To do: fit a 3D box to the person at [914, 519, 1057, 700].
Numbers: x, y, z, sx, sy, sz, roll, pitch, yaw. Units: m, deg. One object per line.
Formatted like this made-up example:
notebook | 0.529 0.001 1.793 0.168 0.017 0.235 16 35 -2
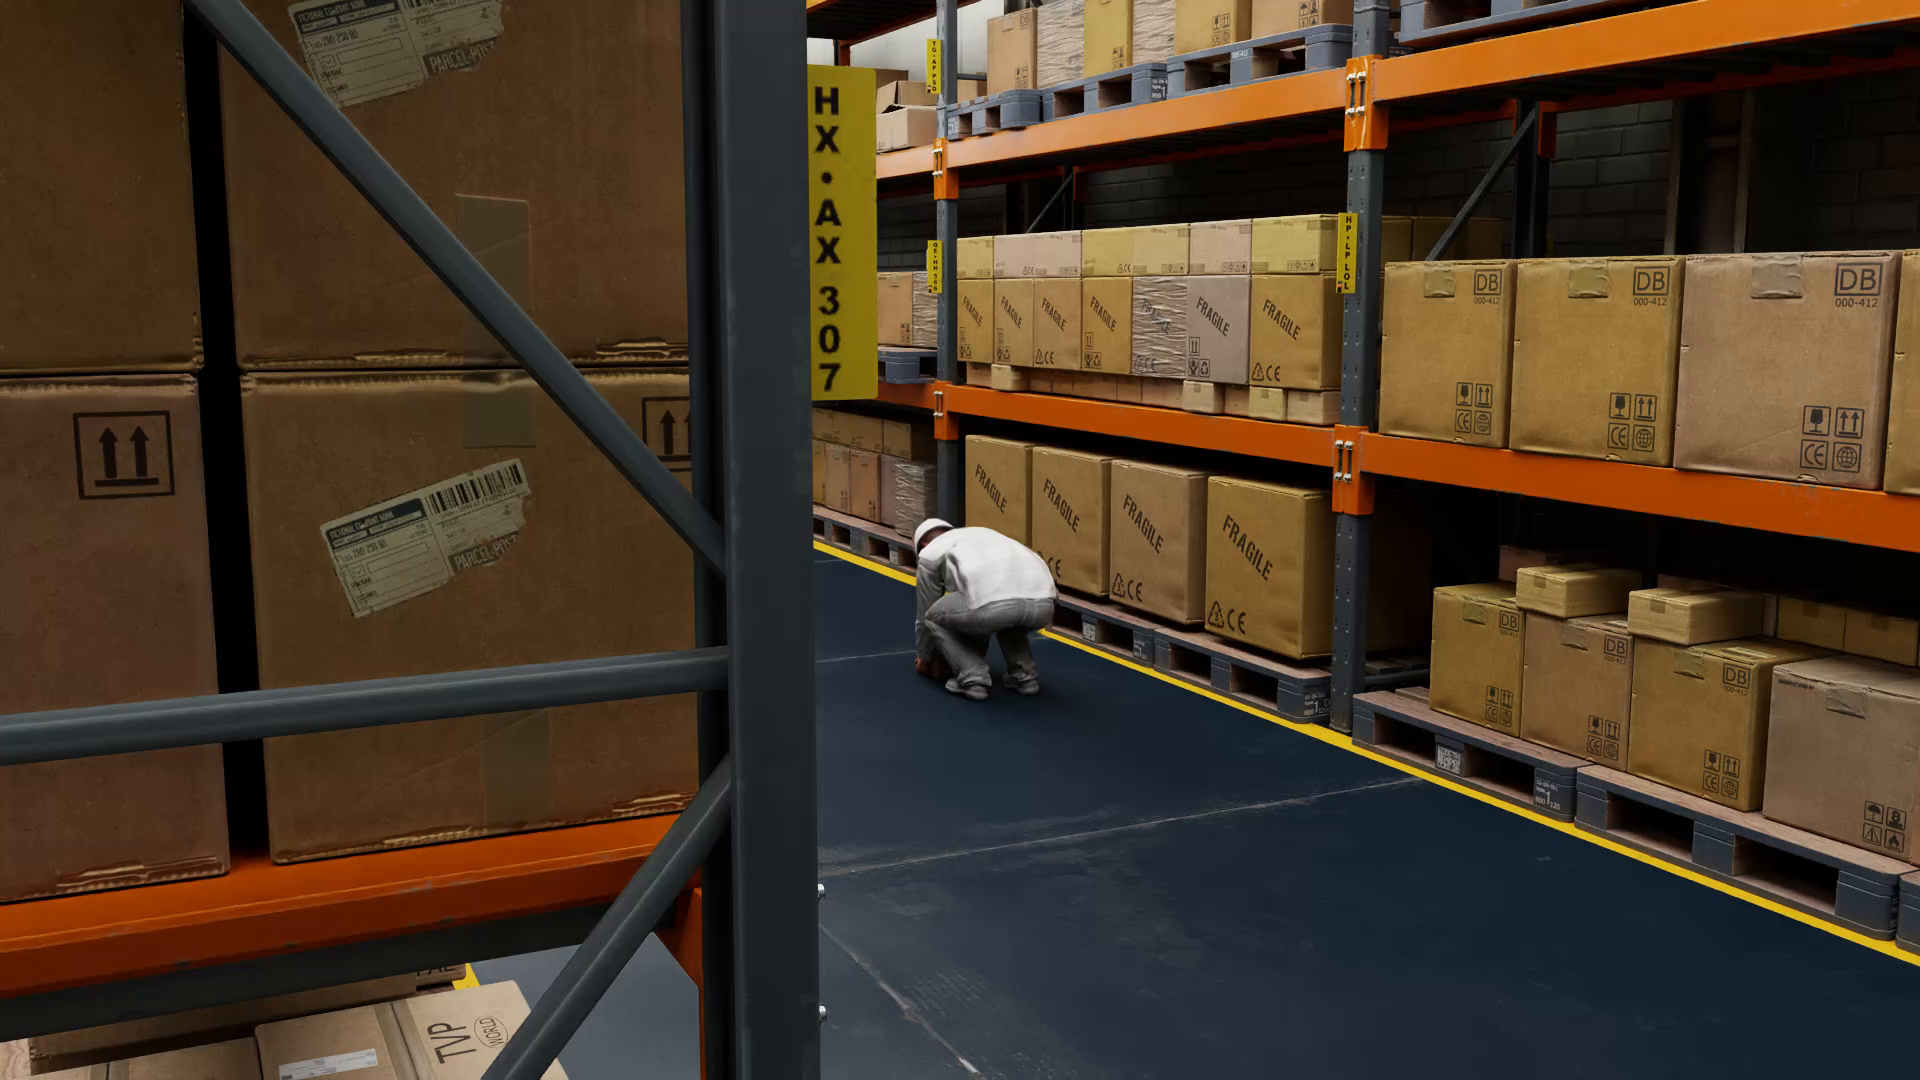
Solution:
person | 0.075 0.337 8.026 0.512 0.799 0.981 -4 9 -26
